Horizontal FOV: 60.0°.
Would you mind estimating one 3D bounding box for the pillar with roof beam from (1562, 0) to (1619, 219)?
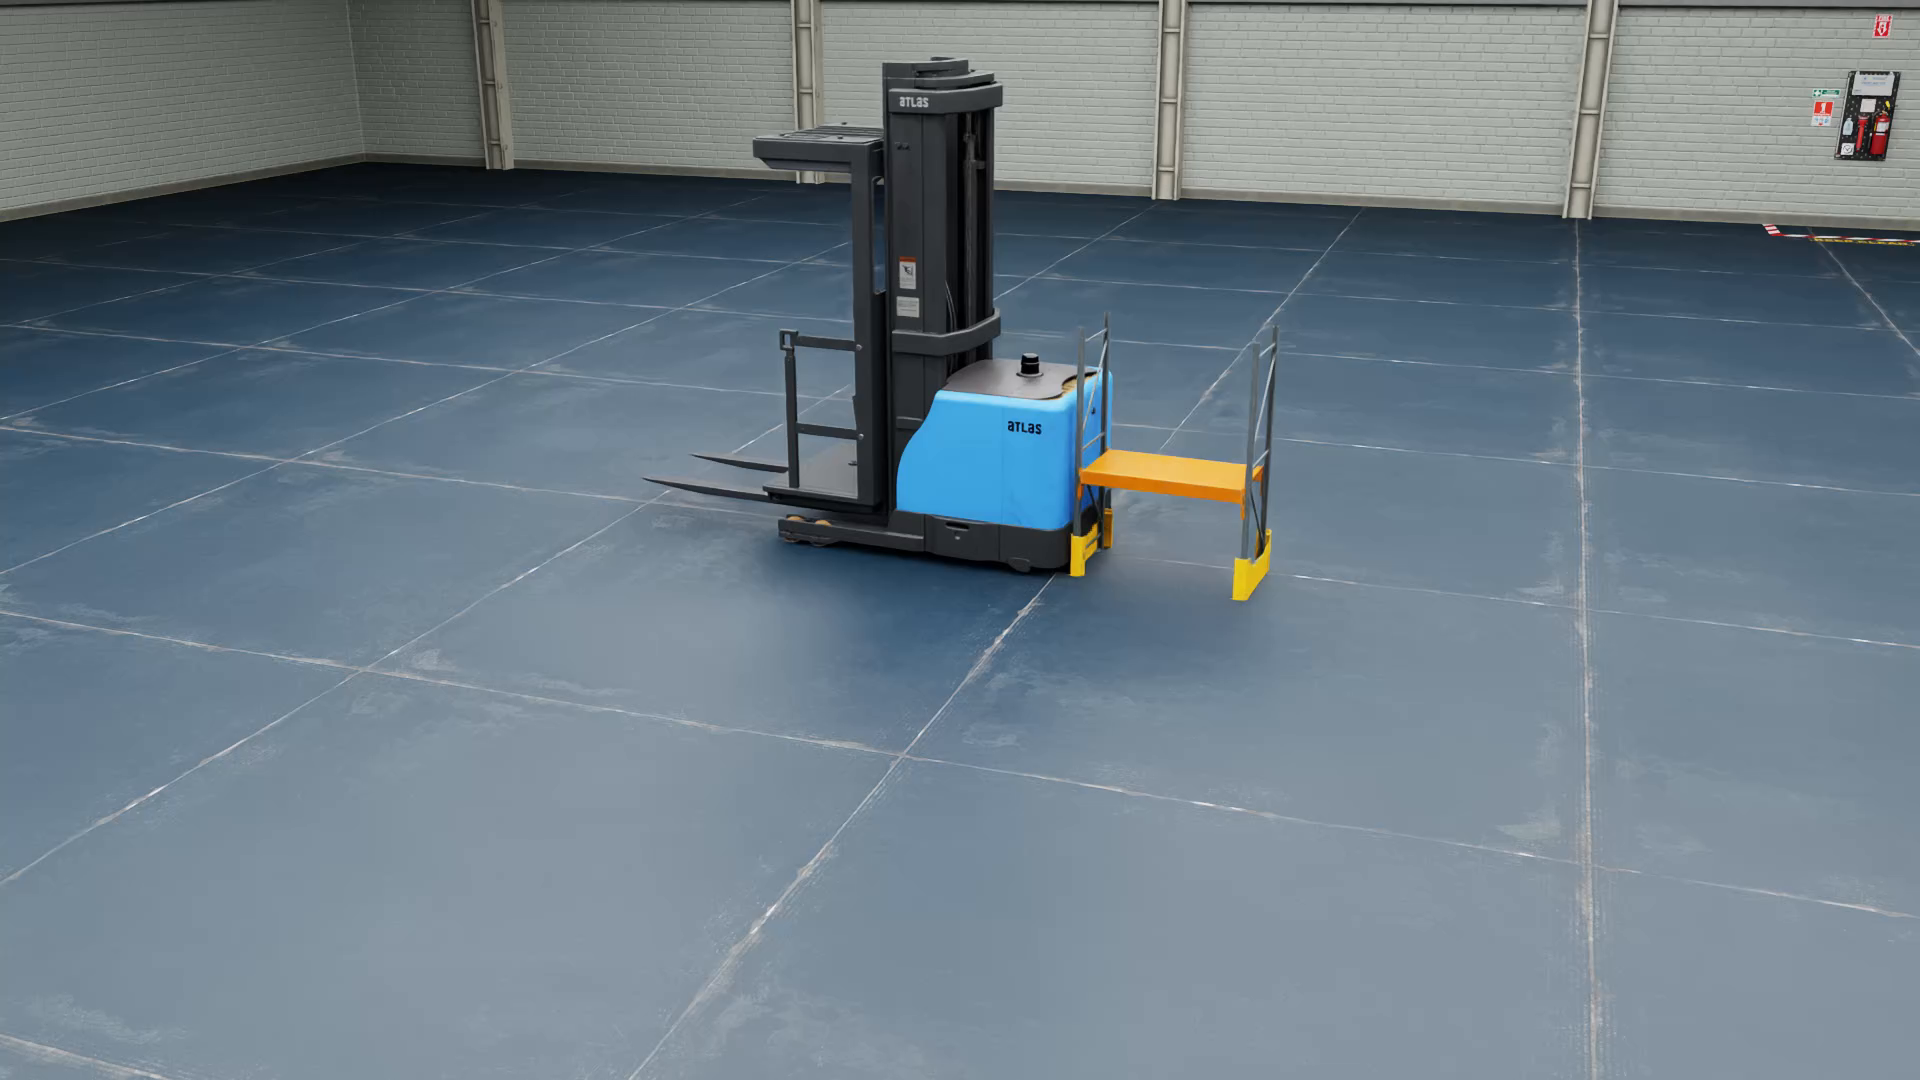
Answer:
[{"bbox_3d":[7.450,-7.552,18.569,0.400,9.000,9.100,7,20,18],"label":"pillar with roof beam"}]

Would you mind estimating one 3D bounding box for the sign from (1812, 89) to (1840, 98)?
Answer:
[{"bbox_3d":[11.722,-6.044,22.498,0.331,0.109,0.001,7,20,18],"label":"sign"}]

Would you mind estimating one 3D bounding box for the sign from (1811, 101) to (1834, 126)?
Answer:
[{"bbox_3d":[11.720,-5.797,22.594,0.234,0.329,0.001,7,20,18],"label":"sign"}]

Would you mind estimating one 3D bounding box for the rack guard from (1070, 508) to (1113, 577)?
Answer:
[{"bbox_3d":[0.807,0.012,10.162,0.087,0.250,0.587,8,21,22],"label":"rack guard"}]

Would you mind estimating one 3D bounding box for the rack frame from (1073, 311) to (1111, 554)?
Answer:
[{"bbox_3d":[0.789,-0.581,9.964,0.032,1.500,0.500,8,21,22],"label":"rack frame"}]

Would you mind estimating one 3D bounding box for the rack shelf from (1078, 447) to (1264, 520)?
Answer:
[{"bbox_3d":[1.256,-0.344,9.832,1.000,0.185,0.538,8,21,22],"label":"rack shelf"}]

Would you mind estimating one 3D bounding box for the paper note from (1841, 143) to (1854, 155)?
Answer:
[{"bbox_3d":[12.064,-5.313,22.598,0.142,0.148,0.016,7,20,18],"label":"paper note"}]

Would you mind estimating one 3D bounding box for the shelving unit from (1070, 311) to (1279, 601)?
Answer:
[{"bbox_3d":[1.264,-0.513,9.770,1.083,1.500,0.587,8,21,22],"label":"shelving unit"}]

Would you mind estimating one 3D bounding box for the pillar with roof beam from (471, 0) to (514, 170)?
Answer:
[{"bbox_3d":[-9.553,-9.496,24.147,0.400,9.000,9.100,7,20,18],"label":"pillar with roof beam"}]

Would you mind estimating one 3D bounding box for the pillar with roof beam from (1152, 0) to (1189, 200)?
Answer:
[{"bbox_3d":[1.782,-8.200,20.428,0.400,9.000,9.100,7,20,18],"label":"pillar with roof beam"}]

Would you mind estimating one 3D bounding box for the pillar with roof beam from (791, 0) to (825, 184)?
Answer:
[{"bbox_3d":[-3.885,-8.848,22.288,0.400,9.000,9.100,7,20,18],"label":"pillar with roof beam"}]

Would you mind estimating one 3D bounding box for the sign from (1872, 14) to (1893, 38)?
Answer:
[{"bbox_3d":[12.234,-6.815,22.047,0.199,0.298,0.001,7,20,18],"label":"sign"}]

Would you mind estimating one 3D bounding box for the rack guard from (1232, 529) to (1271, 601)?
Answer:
[{"bbox_3d":[1.721,0.142,9.789,0.087,0.250,0.587,8,21,22],"label":"rack guard"}]

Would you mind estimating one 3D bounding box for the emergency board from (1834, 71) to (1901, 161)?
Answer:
[{"bbox_3d":[12.209,-5.688,22.337,0.643,1.169,0.194,7,20,18],"label":"emergency board"}]

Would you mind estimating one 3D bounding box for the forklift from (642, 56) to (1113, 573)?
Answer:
[{"bbox_3d":[-0.599,-1.490,10.399,3.031,2.935,1.130,8,21,22],"label":"forklift"}]

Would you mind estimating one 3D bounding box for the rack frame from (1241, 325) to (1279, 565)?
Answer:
[{"bbox_3d":[1.722,-0.448,9.583,0.032,1.500,0.500,8,21,22],"label":"rack frame"}]
